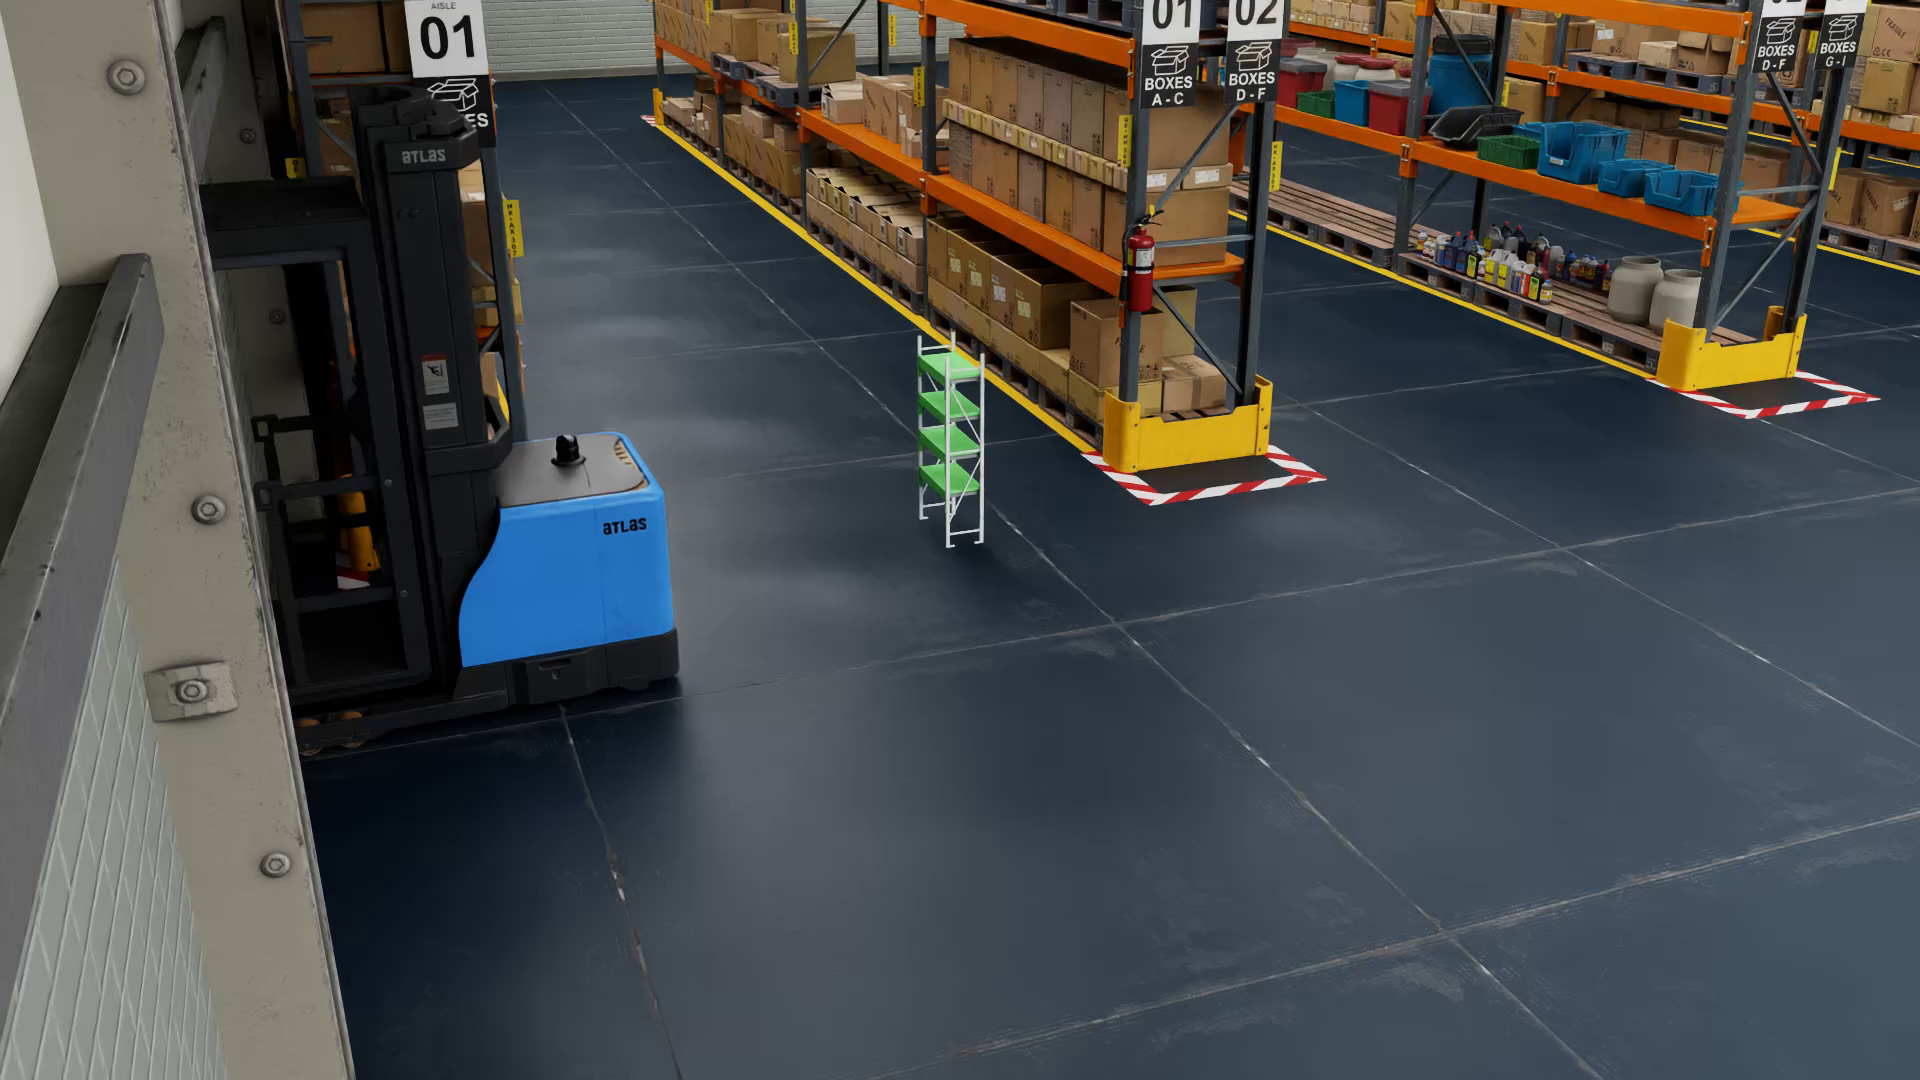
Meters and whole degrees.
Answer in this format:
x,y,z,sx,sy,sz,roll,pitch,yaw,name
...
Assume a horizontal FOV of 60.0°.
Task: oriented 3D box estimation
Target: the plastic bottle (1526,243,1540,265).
x,y,z,sx,sy,sz,roll,pitch,yaw,name
5.387,-2.660,15.630,0.061,0.283,0.133,-8,24,-19,plastic bottle

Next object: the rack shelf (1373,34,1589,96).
x,y,z,sx,sy,sz,roll,pitch,yaw,name
7.309,-6.642,23.073,1.077,0.370,4.000,-8,24,-19,rack shelf

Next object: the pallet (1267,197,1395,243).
x,y,z,sx,sy,sz,roll,pitch,yaw,name
4.046,-3.553,18.408,1.003,0.211,1.213,-8,24,-19,pallet

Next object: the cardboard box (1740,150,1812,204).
x,y,z,sx,sy,sz,roll,pitch,yaw,name
9.231,-4.070,18.697,0.700,0.500,0.500,-10,25,-23,cardboard box

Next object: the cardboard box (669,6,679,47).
x,y,z,sx,sy,sz,roll,pitch,yaw,name
-3.808,-7.275,23.520,0.500,0.500,0.500,-8,24,-19,cardboard box

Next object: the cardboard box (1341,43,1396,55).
x,y,z,sx,sy,sz,roll,pitch,yaw,name
6.444,-7.165,25.583,0.875,0.875,0.875,-8,24,-19,cardboard box

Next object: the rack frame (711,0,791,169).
x,y,z,sx,sy,sz,roll,pitch,yaw,name
-2.667,-6.342,21.436,1.000,3.000,0.127,-8,24,-19,rack frame

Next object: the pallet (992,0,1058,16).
x,y,z,sx,sy,sz,roll,pitch,yaw,name
0.912,-4.028,12.197,1.003,0.211,1.213,-8,24,-19,pallet

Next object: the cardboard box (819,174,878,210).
x,y,z,sx,sy,sz,roll,pitch,yaw,name
-1.150,-3.654,17.334,0.500,0.311,0.500,-9,24,-20,cardboard box

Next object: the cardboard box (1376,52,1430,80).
x,y,z,sx,sy,sz,roll,pitch,yaw,name
6.847,-6.685,24.443,1.225,0.875,0.875,-8,24,-19,cardboard box

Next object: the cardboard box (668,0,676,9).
x,y,z,sx,sy,sz,roll,pitch,yaw,name
-3.806,-7.734,23.321,0.500,0.500,0.500,-8,24,-18,cardboard box

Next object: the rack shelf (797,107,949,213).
x,y,z,sx,sy,sz,roll,pitch,yaw,name
-0.547,-3.831,16.403,1.077,0.370,4.000,-8,24,-19,rack shelf

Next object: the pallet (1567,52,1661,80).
x,y,z,sx,sy,sz,roll,pitch,yaw,name
8.367,-5.914,20.667,1.213,0.211,1.003,-8,24,-19,pallet

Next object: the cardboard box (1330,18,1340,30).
x,y,z,sx,sy,sz,roll,pitch,yaw,name
5.915,-7.931,25.527,0.380,0.149,0.250,-8,24,-18,cardboard box

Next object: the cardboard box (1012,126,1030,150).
x,y,z,sx,sy,sz,roll,pitch,yaw,name
0.624,-3.094,12.765,0.380,0.149,0.250,-9,24,-19,cardboard box

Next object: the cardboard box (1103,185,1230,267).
x,y,z,sx,sy,sz,roll,pitch,yaw,name
1.419,-2.200,11.478,0.700,0.500,0.500,-8,24,-19,cardboard box

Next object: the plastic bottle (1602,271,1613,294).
x,y,z,sx,sy,sz,roll,pitch,yaw,name
5.822,-2.313,14.912,0.097,0.201,0.097,0,23,0,plastic bottle

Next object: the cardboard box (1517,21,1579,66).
x,y,z,sx,sy,sz,roll,pitch,yaw,name
7.609,-6.438,21.534,0.500,0.500,0.500,-8,24,-17,cardboard box

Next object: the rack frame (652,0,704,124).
x,y,z,sx,sy,sz,roll,pitch,yaw,name
-4.080,-7.796,24.884,1.000,3.000,0.127,-8,24,-19,rack frame

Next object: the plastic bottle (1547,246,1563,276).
x,y,z,sx,sy,sz,roll,pitch,yaw,name
5.527,-2.620,15.545,0.152,0.276,0.135,-8,24,-18,plastic bottle

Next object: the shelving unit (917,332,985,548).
x,y,z,sx,sy,sz,roll,pitch,yaw,name
-0.058,-0.613,10.160,0.258,1.200,0.503,-8,24,-19,shelving unit

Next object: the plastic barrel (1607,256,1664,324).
x,y,z,sx,sy,sz,roll,pitch,yaw,name
5.727,-2.118,14.076,0.421,0.512,0.421,0,23,0,plastic barrel

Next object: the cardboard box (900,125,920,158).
x,y,z,sx,sy,sz,roll,pitch,yaw,name
-0.323,-3.668,15.263,0.396,0.266,0.258,-9,24,-20,cardboard box

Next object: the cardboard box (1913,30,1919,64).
x,y,z,sx,sy,sz,roll,pitch,yaw,name
9.704,-4.876,16.157,0.500,0.500,0.500,-8,24,-19,cardboard box

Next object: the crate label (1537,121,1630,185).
x,y,z,sx,sy,sz,roll,pitch,yaw,name
5.304,-3.308,14.192,0.502,0.435,0.616,-8,24,-19,crate label

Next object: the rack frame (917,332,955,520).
x,y,z,sx,sy,sz,roll,pitch,yaw,name
-0.145,-0.702,10.370,0.240,1.200,0.015,-8,24,-19,rack frame

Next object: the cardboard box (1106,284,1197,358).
x,y,z,sx,sy,sz,roll,pitch,yaw,name
1.413,-1.661,12.363,0.500,0.500,0.500,-8,24,-19,cardboard box

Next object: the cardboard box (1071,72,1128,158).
x,y,z,sx,sy,sz,roll,pitch,yaw,name
1.210,-3.007,11.723,0.700,0.500,0.500,-9,24,-20,cardboard box

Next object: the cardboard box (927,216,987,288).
x,y,z,sx,sy,sz,roll,pitch,yaw,name
0.030,-2.496,14.344,0.500,0.500,0.500,-8,24,-19,cardboard box

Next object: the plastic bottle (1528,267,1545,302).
x,y,z,sx,sy,sz,roll,pitch,yaw,name
5.090,-2.259,14.678,0.061,0.283,0.133,-8,24,-18,plastic bottle

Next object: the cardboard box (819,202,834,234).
x,y,z,sx,sy,sz,roll,pitch,yaw,name
-1.165,-3.402,17.460,0.500,0.250,0.500,-9,24,-20,cardboard box

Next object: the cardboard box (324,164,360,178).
x,y,z,sx,sy,sz,roll,pitch,yaw,name
-3.781,-2.100,10.573,0.500,0.500,0.500,-9,24,-20,cardboard box

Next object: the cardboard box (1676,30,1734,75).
x,y,z,sx,sy,sz,roll,pitch,yaw,name
8.729,-5.652,19.123,0.797,0.503,0.637,-6,24,-14,cardboard box

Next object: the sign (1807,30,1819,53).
x,y,z,sx,sy,sz,roll,pitch,yaw,name
8.910,-5.250,17.352,0.100,0.325,0.005,-8,24,-19,sign

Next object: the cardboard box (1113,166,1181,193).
x,y,z,sx,sy,sz,roll,pitch,yaw,name
1.259,-2.440,11.213,0.380,0.149,0.250,-9,24,-20,cardboard box

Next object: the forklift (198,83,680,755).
x,y,z,sx,sy,sz,roll,pitch,yaw,name
-3.001,-0.569,7.826,3.031,2.935,1.130,-9,24,-20,forklift

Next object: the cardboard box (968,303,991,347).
x,y,z,sx,sy,sz,roll,pitch,yaw,name
0.383,-1.787,13.628,0.500,0.250,0.500,-8,24,-19,cardboard box

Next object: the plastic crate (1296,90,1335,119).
x,y,z,sx,sy,sz,roll,pitch,yaw,name
3.915,-4.610,17.599,0.450,0.188,0.662,-8,24,-19,plastic crate

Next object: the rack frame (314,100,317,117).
x,y,z,sx,sy,sz,roll,pitch,yaw,name
-4.474,-2.755,12.923,1.000,3.000,0.127,-8,24,-19,rack frame

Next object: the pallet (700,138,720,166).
x,y,z,sx,sy,sz,roll,pitch,yaw,name
-2.909,-5.307,22.570,1.003,0.211,1.213,-8,24,-19,pallet

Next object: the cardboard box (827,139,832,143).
x,y,z,sx,sy,sz,roll,pitch,yaw,name
-1.510,-4.517,19.756,0.500,0.500,0.500,-9,24,-20,cardboard box

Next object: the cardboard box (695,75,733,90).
x,y,z,sx,sy,sz,roll,pitch,yaw,name
-3.657,-6.683,24.896,0.500,0.500,0.500,-8,24,-19,cardboard box

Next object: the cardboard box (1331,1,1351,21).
x,y,z,sx,sy,sz,roll,pitch,yaw,name
6.016,-8.080,25.369,0.500,0.250,0.500,-8,24,-17,cardboard box

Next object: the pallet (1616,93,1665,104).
x,y,z,sx,sy,sz,roll,pitch,yaw,name
11.008,-7.298,27.294,1.003,0.211,1.213,-8,24,-19,pallet

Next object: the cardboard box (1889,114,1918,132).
x,y,z,sx,sy,sz,roll,pitch,yaw,name
9.560,-4.193,16.659,0.380,0.149,0.250,-8,24,-19,cardboard box

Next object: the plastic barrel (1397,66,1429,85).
x,y,z,sx,sy,sz,roll,pitch,yaw,name
4.662,-4.554,17.018,0.433,0.535,0.433,0,23,0,plastic barrel

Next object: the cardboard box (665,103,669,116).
x,y,z,sx,sy,sz,roll,pitch,yaw,name
-4.165,-6.403,24.661,0.380,0.166,0.250,-8,24,-19,cardboard box

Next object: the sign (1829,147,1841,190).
x,y,z,sx,sy,sz,roll,pitch,yaw,name
6.724,-2.862,12.822,0.100,0.325,0.005,-8,24,-19,sign

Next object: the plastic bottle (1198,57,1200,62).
x,y,z,sx,sy,sz,roll,pitch,yaw,name
3.041,-6.216,21.295,0.152,0.276,0.135,-8,24,-19,plastic bottle

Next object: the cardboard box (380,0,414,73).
x,y,z,sx,sy,sz,roll,pitch,yaw,name
-2.945,-2.894,9.239,0.500,0.500,0.500,-8,24,-18,cardboard box

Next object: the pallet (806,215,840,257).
x,y,z,sx,sy,sz,roll,pitch,yaw,name
-0.999,-3.300,17.807,1.003,0.211,1.213,-8,24,-19,pallet

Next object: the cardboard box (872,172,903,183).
x,y,z,sx,sy,sz,roll,pitch,yaw,name
-0.649,-3.729,17.514,0.500,0.311,0.500,-9,24,-20,cardboard box

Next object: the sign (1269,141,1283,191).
x,y,z,sx,sy,sz,roll,pitch,yaw,name
2.094,-2.492,11.083,0.100,0.325,0.005,-8,24,-19,sign

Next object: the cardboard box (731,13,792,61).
x,y,z,sx,sy,sz,roll,pitch,yaw,name
-2.406,-6.138,20.281,0.700,0.500,0.500,-5,23,-11,cardboard box

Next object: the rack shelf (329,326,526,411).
x,y,z,sx,sy,sz,roll,pitch,yaw,name
-3.767,-1.696,11.339,1.077,0.370,4.000,-8,24,-19,rack shelf

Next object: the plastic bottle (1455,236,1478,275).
x,y,z,sx,sy,sz,roll,pitch,yaw,name
4.758,-2.677,15.584,0.144,0.351,0.185,-9,25,-21,plastic bottle

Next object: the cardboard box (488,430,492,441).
x,y,z,sx,sy,sz,roll,pitch,yaw,name
-3.221,-0.529,10.538,0.500,0.311,0.500,-11,25,-25,cardboard box
